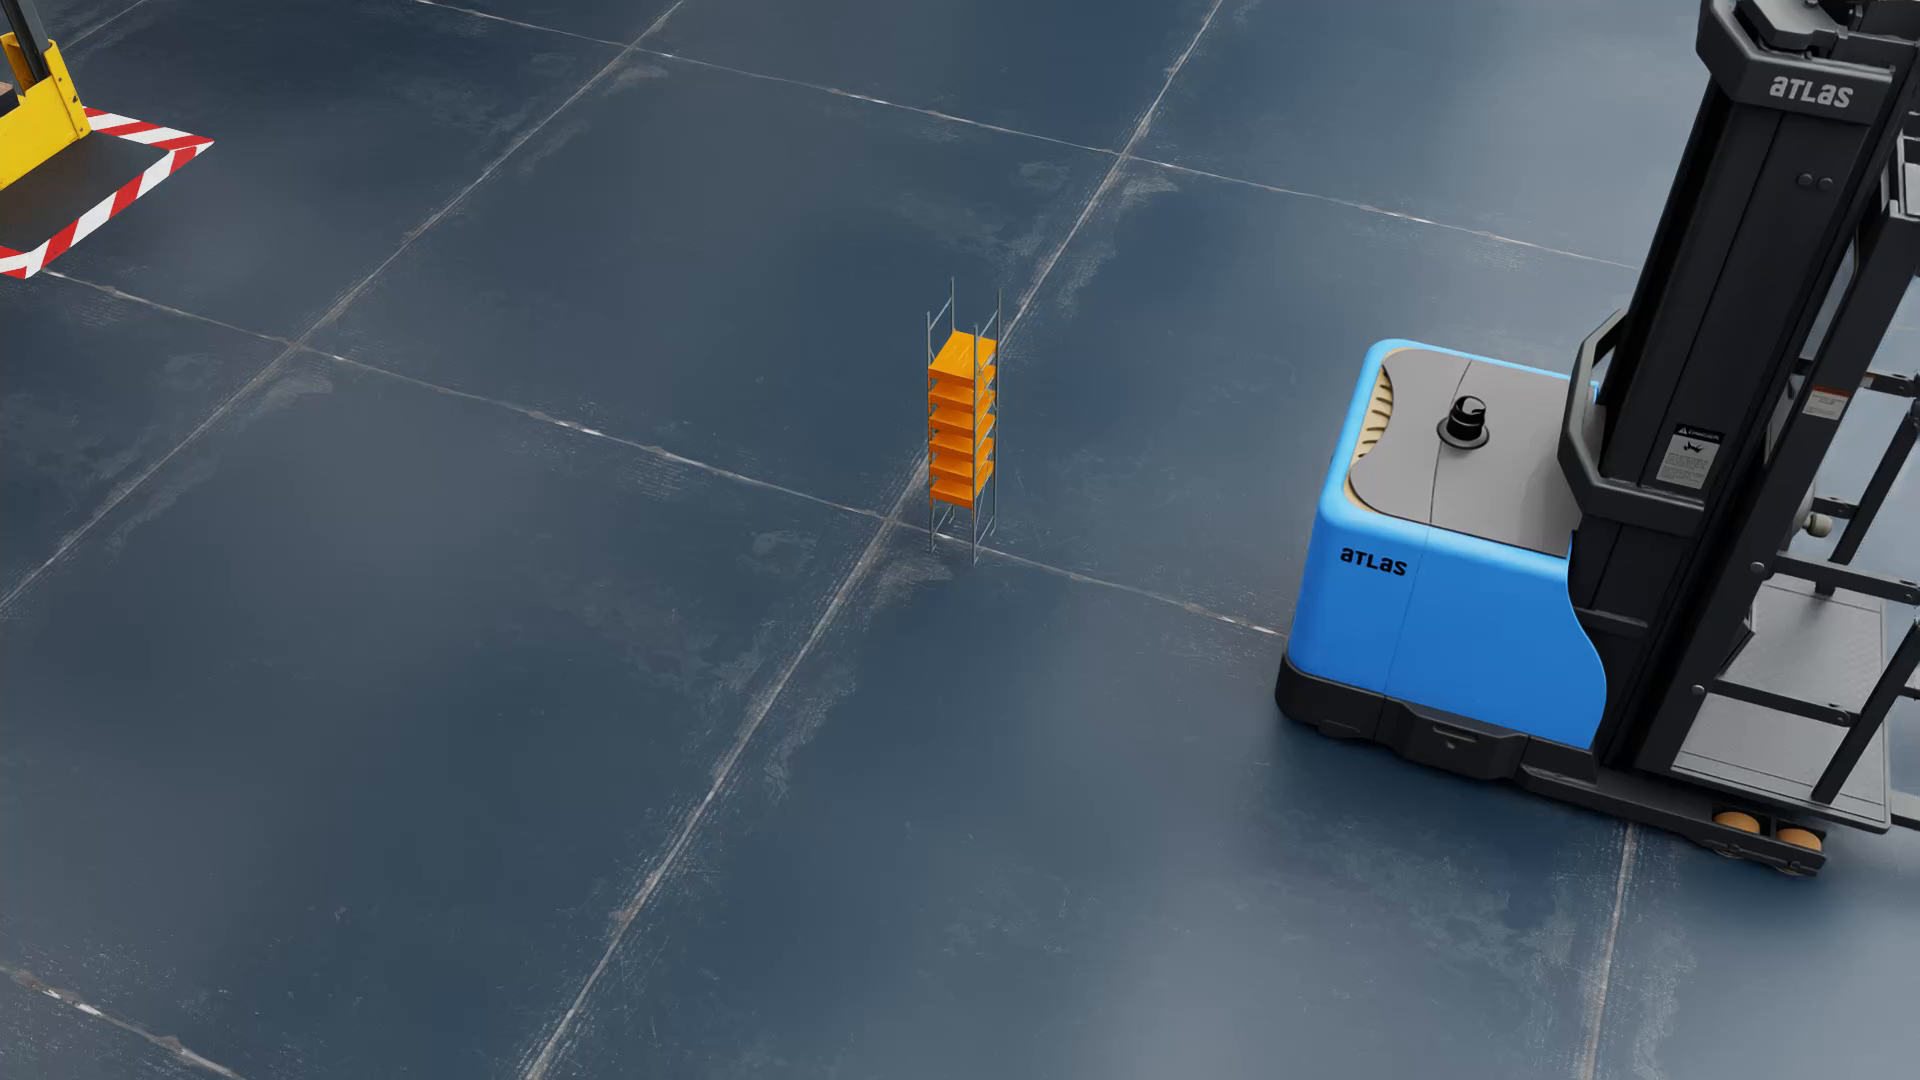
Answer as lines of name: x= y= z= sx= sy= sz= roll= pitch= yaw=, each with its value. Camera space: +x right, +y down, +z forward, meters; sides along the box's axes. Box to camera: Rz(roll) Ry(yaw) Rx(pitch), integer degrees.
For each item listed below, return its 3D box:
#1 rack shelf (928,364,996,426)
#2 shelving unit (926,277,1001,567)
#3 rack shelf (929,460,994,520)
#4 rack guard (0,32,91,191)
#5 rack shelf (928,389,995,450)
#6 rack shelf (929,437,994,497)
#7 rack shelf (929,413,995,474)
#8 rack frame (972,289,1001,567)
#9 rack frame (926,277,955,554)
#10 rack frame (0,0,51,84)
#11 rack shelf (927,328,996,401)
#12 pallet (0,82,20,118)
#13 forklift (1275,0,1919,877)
rack shelf: x=0.013 y=-0.560 z=6.185 sx=0.180 sy=0.103 sz=0.258 roll=16 pitch=47 yaw=16
shelving unit: x=0.013 y=-0.421 z=6.323 sx=0.189 sy=1.200 sz=0.258 roll=16 pitch=47 yaw=16
rack shelf: x=0.013 y=-0.220 z=6.523 sx=0.180 sy=0.103 sz=0.258 roll=16 pitch=47 yaw=16
rack guard: x=-5.051 y=-2.072 z=8.478 sx=0.348 sy=0.500 sz=1.175 roll=16 pitch=47 yaw=16
rack shelf: x=0.013 y=-0.475 z=6.270 sx=0.180 sy=0.103 sz=0.258 roll=16 pitch=47 yaw=16
rack shelf: x=0.013 y=-0.305 z=6.439 sx=0.180 sy=0.103 sz=0.258 roll=16 pitch=47 yaw=16
rack shelf: x=0.013 y=-0.390 z=6.354 sx=0.180 sy=0.103 sz=0.258 roll=16 pitch=47 yaw=16
rack frame: x=0.098 y=-0.397 z=6.298 sx=0.006 sy=1.200 sz=0.240 roll=16 pitch=47 yaw=16
rack frame: x=-0.071 y=-0.446 z=6.348 sx=0.006 sy=1.200 sz=0.240 roll=16 pitch=47 yaw=16
rack frame: x=-4.962 y=-2.968 z=7.607 sx=0.127 sy=3.000 sz=1.000 roll=16 pitch=47 yaw=16
rack shelf: x=0.013 y=-0.645 z=6.100 sx=0.180 sy=0.103 sz=0.258 roll=16 pitch=47 yaw=16
pallet: x=-5.798 y=-2.194 z=8.806 sx=1.213 sy=0.211 sz=1.003 roll=16 pitch=47 yaw=16
forklift: x=2.720 y=-0.335 z=5.009 sx=3.031 sy=2.935 sz=1.130 roll=15 pitch=47 yaw=14
